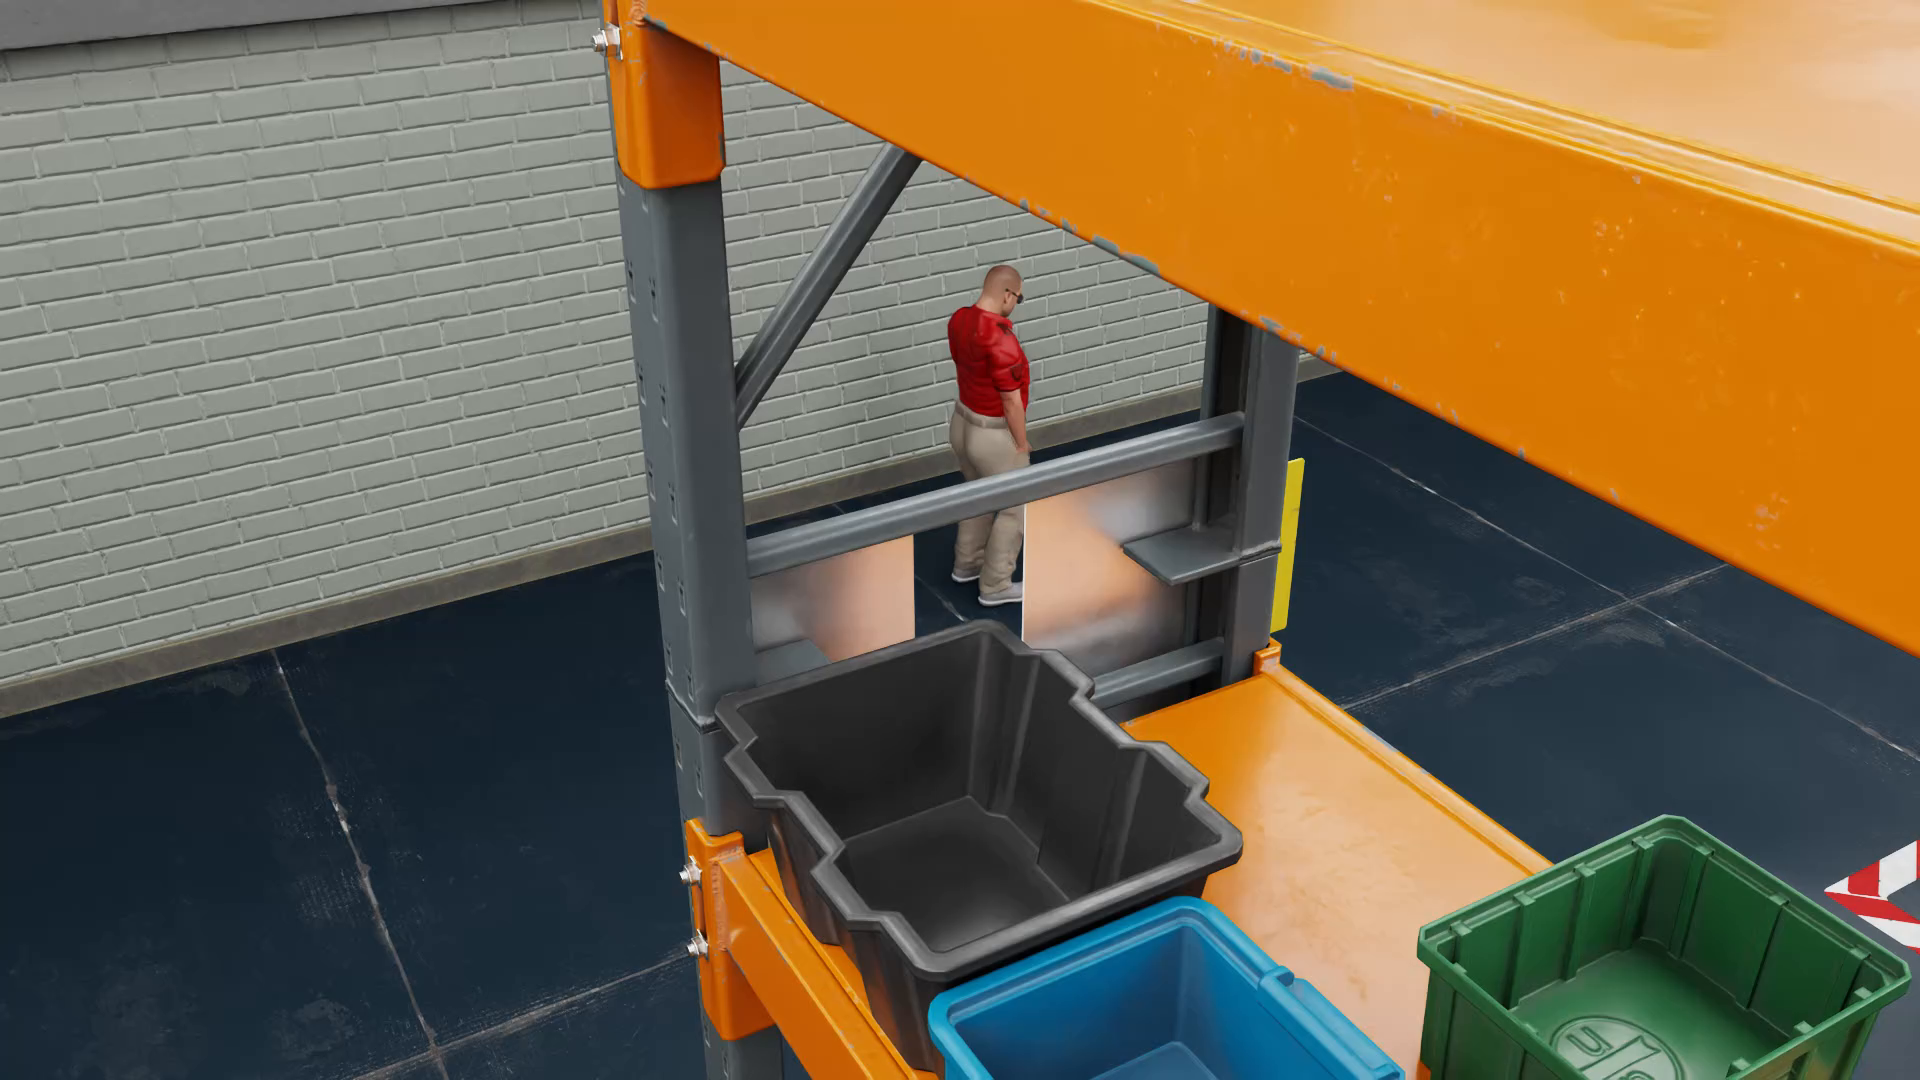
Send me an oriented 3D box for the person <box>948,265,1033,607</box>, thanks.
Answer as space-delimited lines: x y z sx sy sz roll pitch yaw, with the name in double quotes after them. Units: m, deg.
0.148 -0.512 8.110 0.376 1.704 0.544 -15 32 -25 "person"
